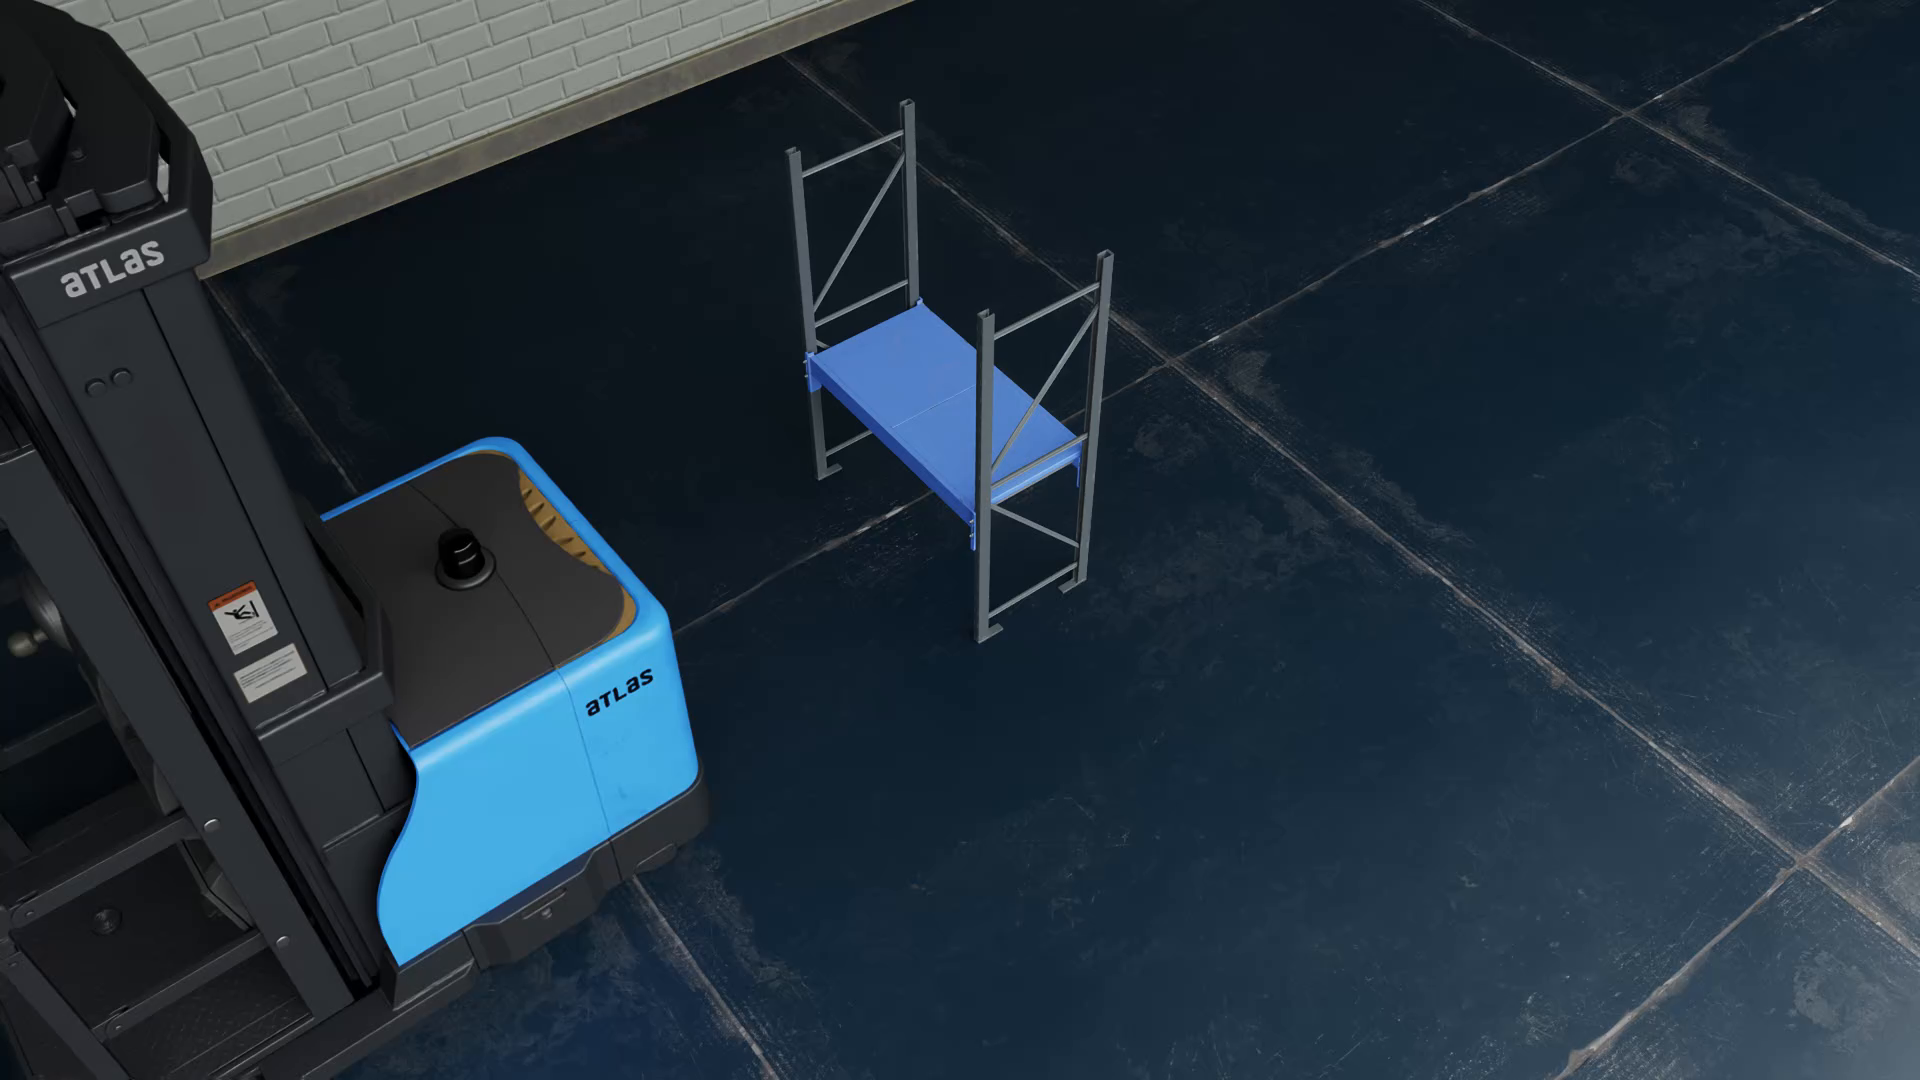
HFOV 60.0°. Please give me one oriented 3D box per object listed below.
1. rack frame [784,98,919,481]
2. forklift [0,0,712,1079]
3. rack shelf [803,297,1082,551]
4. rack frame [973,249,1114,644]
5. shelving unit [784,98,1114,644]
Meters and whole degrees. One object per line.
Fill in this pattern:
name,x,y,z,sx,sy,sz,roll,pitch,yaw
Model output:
rack frame,-0.359,-0.854,6.012,0.500,1.500,0.032,-29,54,-24
forklift,-2.268,0.351,3.954,3.031,2.935,1.130,-30,55,-25
rack shelf,-0.052,-0.433,5.873,0.538,0.185,1.000,-29,54,-24
rack frame,0.256,-0.254,5.468,0.500,1.500,0.032,-29,54,-24
shelving unit,-0.052,-0.554,5.740,0.538,1.500,1.048,-29,54,-24
